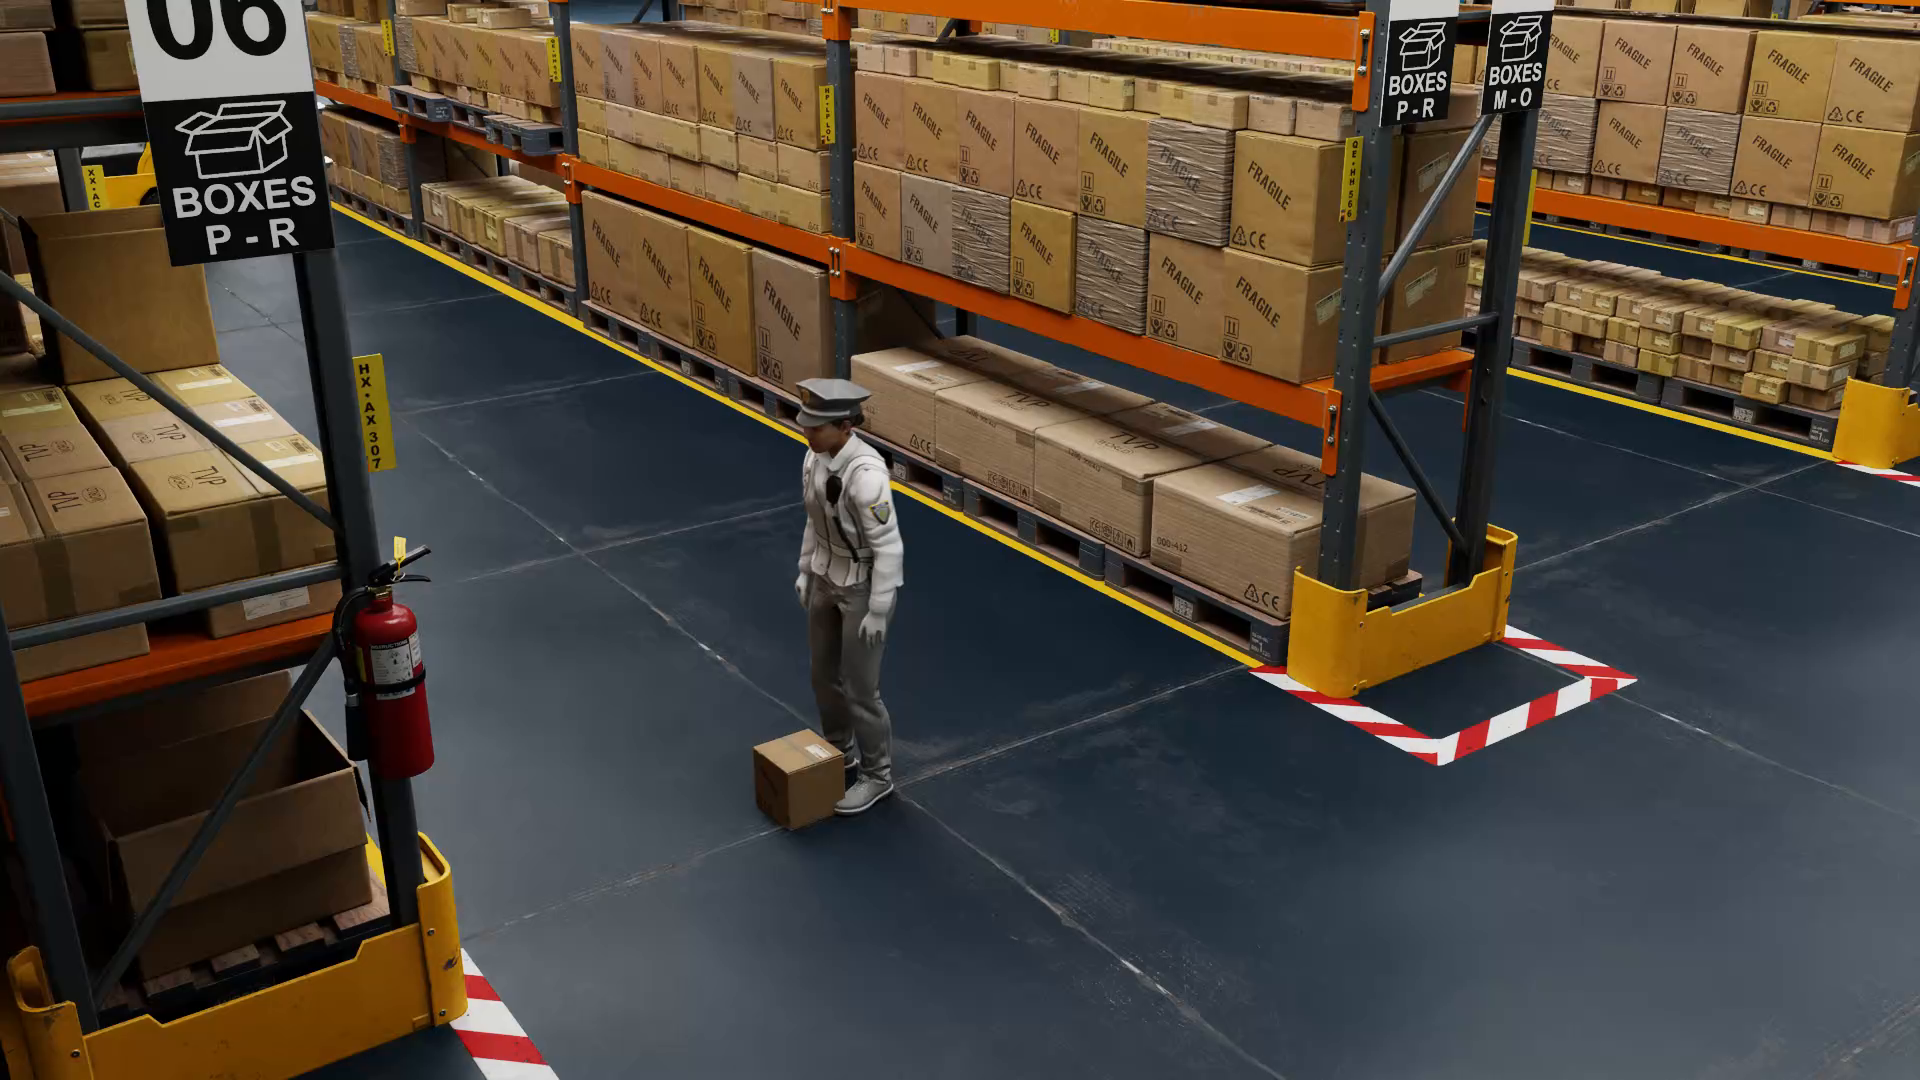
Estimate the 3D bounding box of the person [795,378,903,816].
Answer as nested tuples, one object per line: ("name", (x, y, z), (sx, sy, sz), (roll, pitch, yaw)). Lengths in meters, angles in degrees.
("person", (-0.419, 0.198, 6.170), (0.377, 1.663, 0.539), (-15, 26, -34))
